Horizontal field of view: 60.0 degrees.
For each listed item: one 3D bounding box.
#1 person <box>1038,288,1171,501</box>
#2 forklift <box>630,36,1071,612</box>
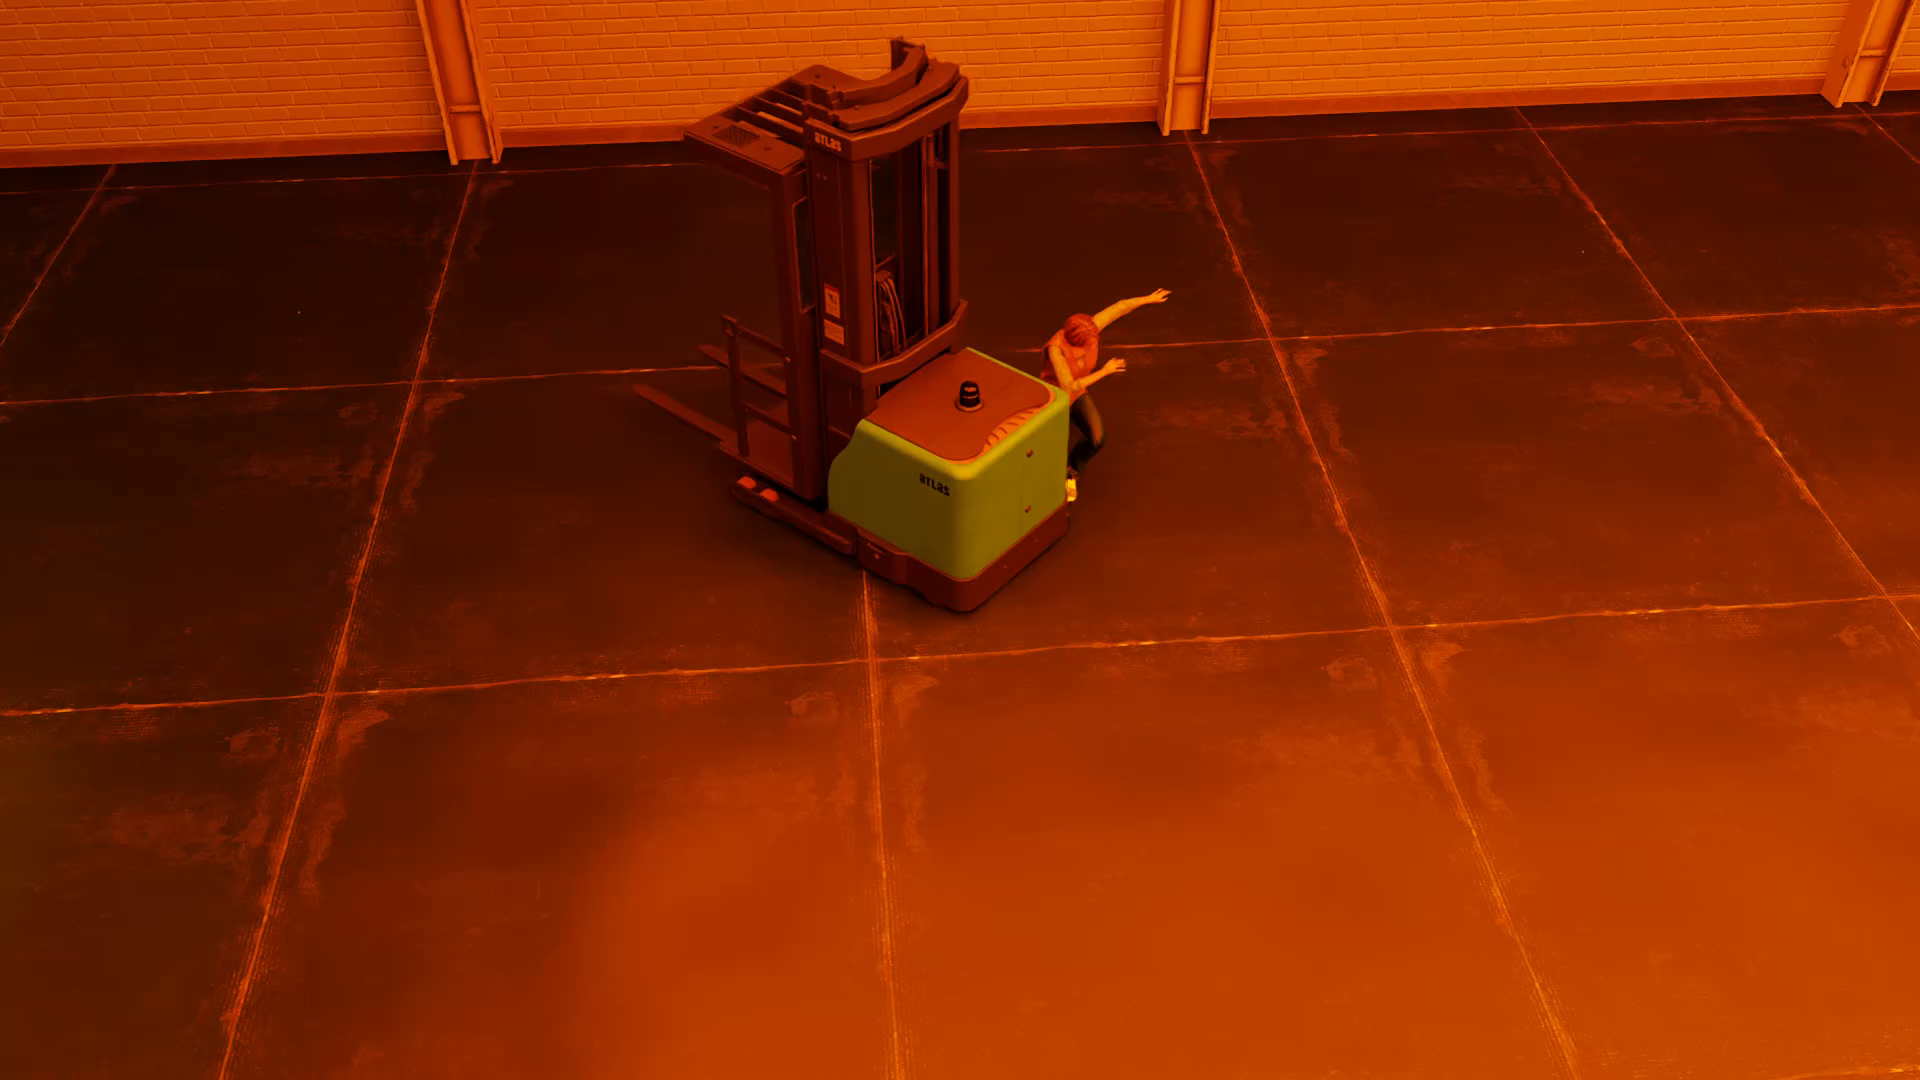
[{"bbox_3d":[0.804,-0.882,10.225,1.310,1.252,0.657,-20,45,-22],"label":"person"},{"bbox_3d":[-0.811,-1.503,9.696,3.031,2.935,1.130,28,48,29],"label":"forklift"}]
